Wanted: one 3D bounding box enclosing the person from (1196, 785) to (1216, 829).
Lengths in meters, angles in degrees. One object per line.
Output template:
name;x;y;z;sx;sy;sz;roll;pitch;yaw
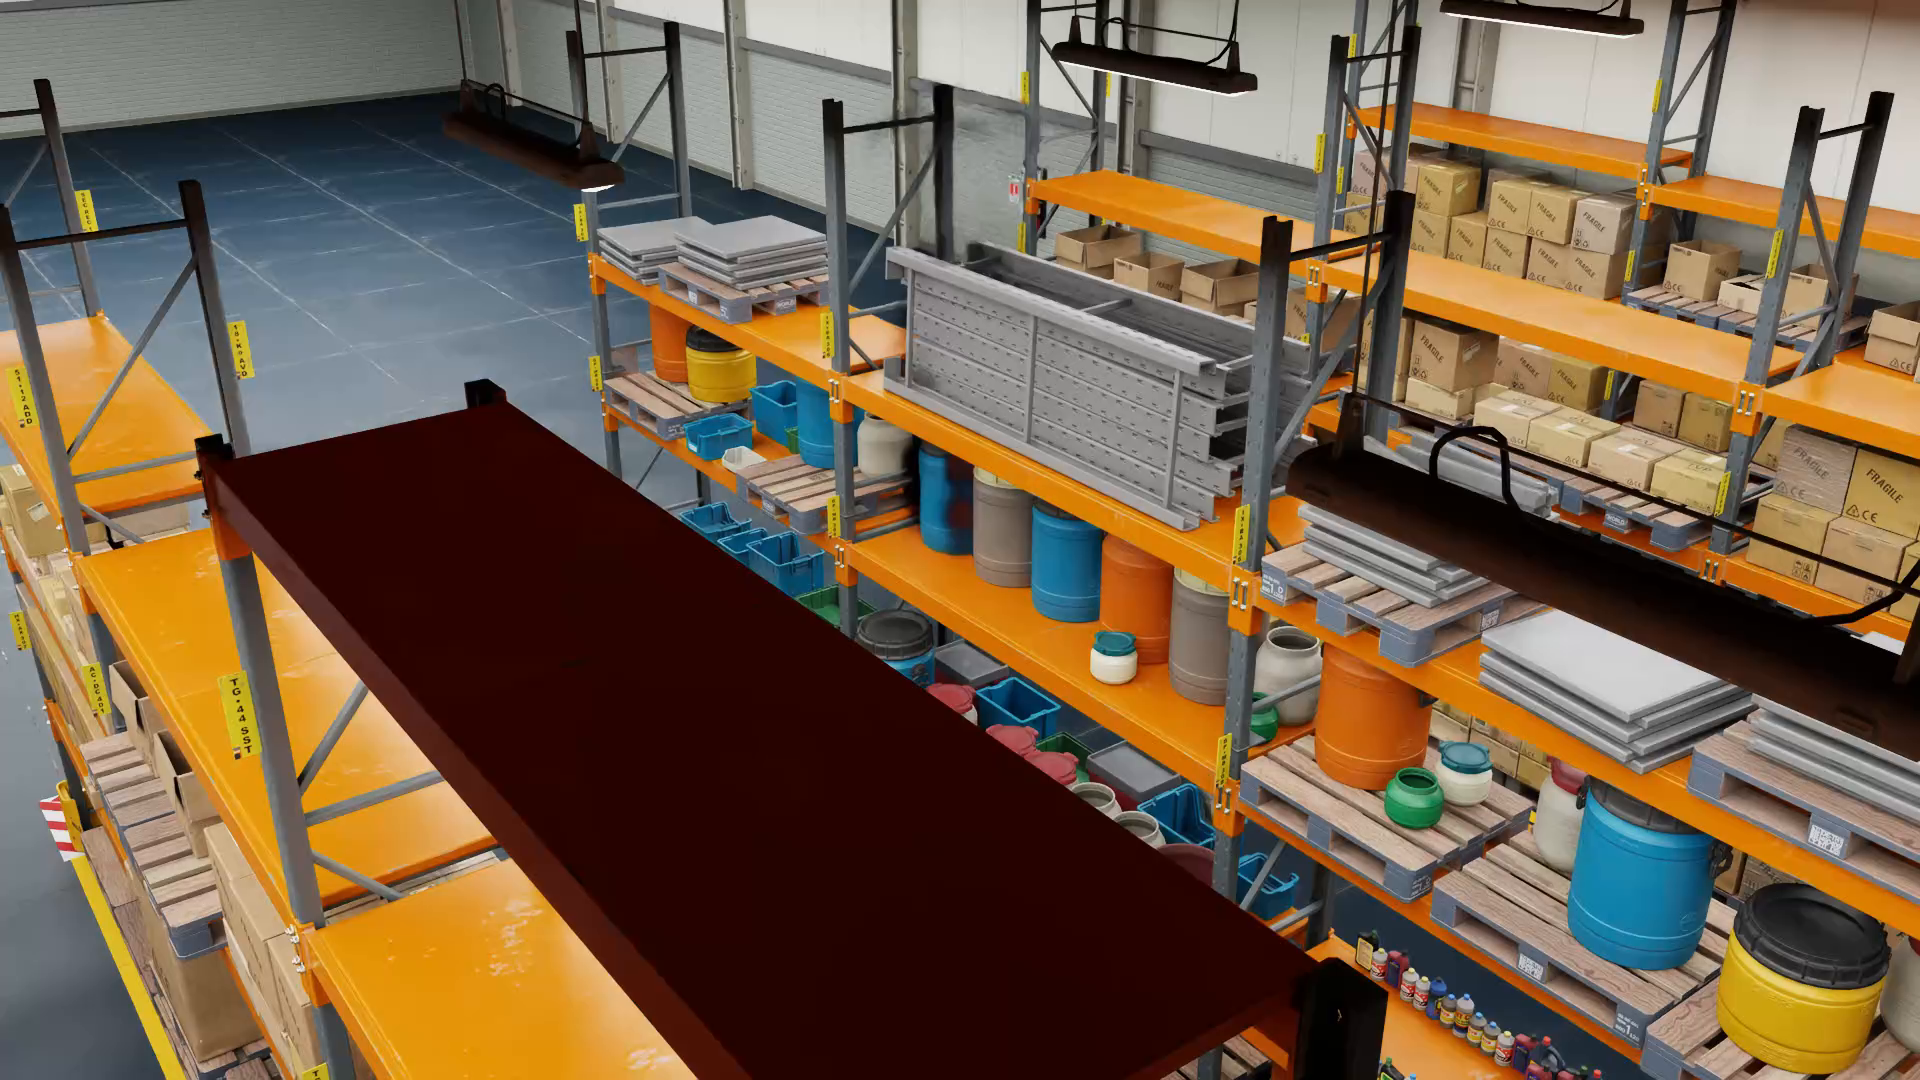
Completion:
person;1.886;1.570;12.933;0.612;1.675;0.614;-16;29;-31
